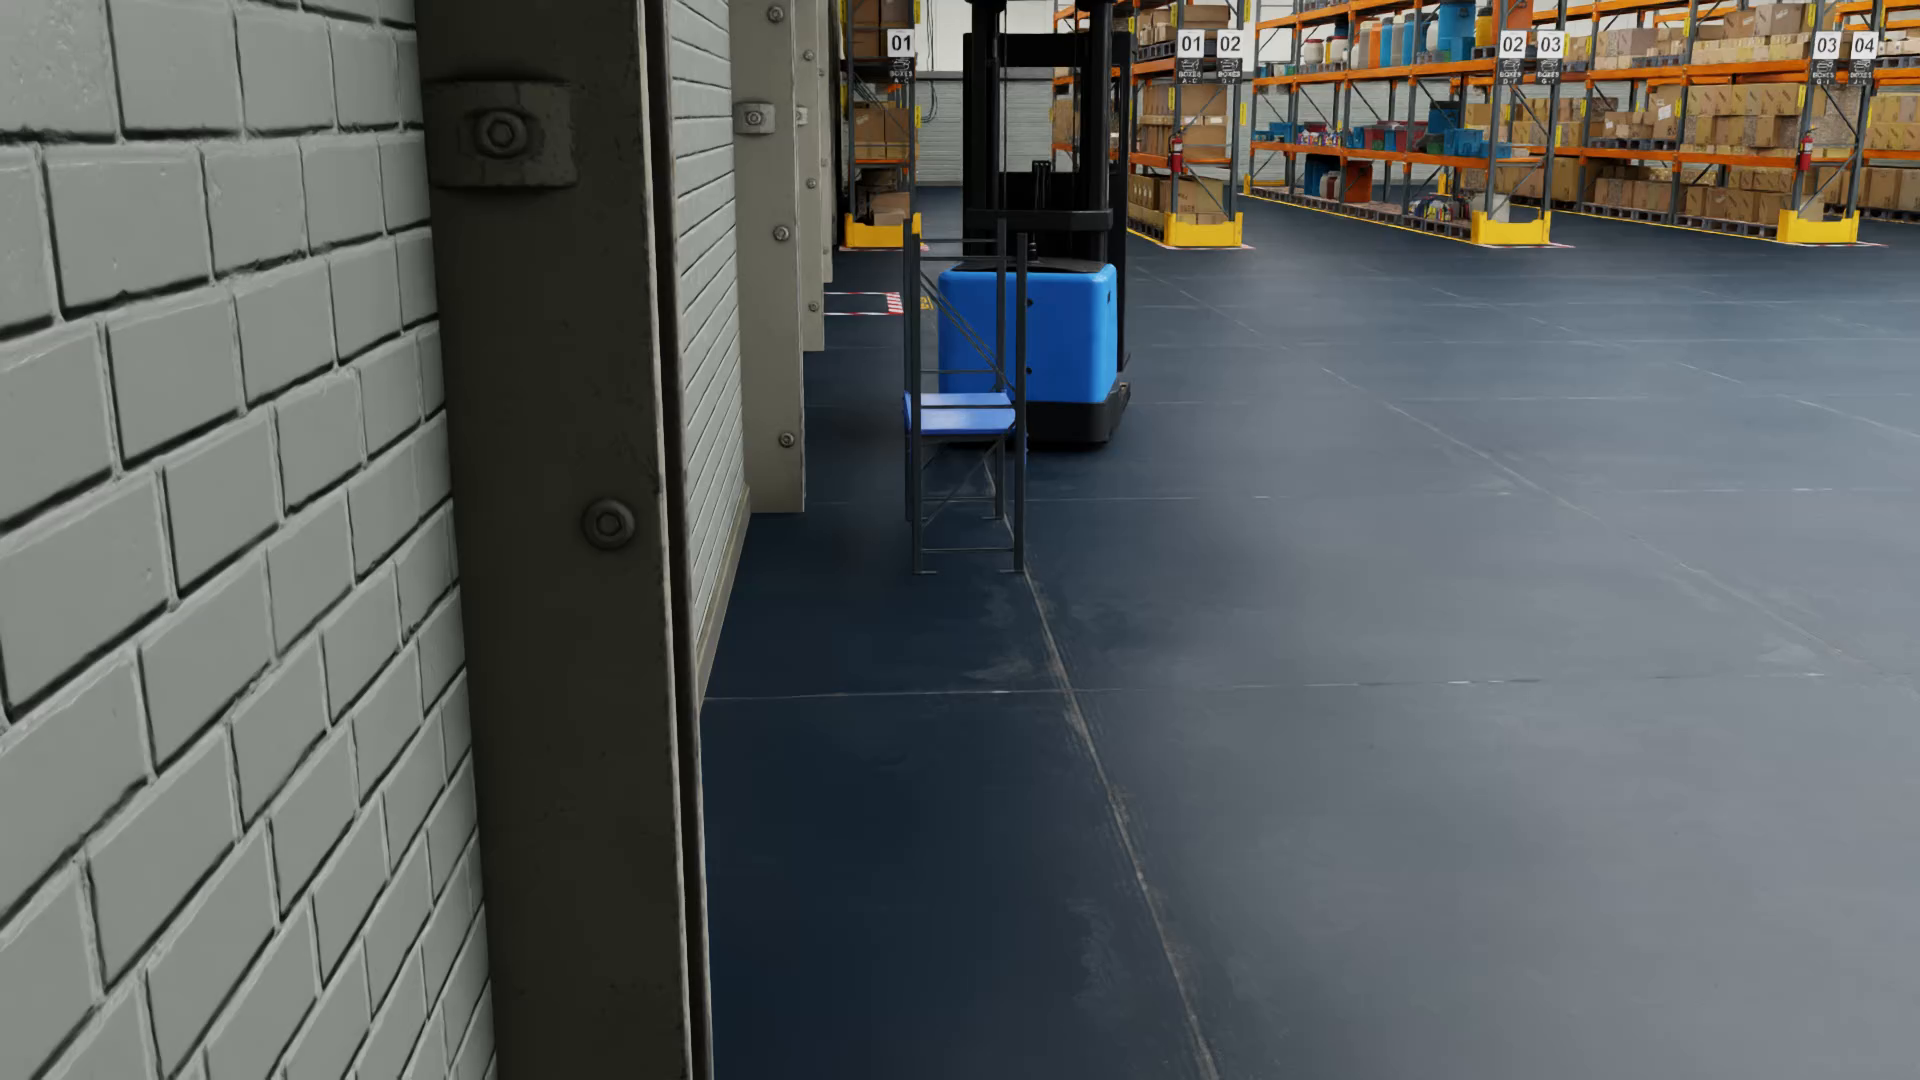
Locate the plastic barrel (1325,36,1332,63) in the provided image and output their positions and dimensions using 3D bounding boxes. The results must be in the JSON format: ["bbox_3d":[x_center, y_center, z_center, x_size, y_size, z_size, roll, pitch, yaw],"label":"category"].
[{"bbox_3d":[8.223,-10.620,36.043,0.600,0.588,0.600,0,14,0],"label":"plastic barrel"}]

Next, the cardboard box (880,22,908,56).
[{"bbox_3d":[-0.952,-7.557,25.118,0.500,0.500,0.500,-1,14,-2],"label":"cardboard box"}]

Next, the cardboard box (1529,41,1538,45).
[{"bbox_3d":[12.953,-10.734,36.661,0.700,0.500,0.500,-1,14,-2],"label":"cardboard box"}]

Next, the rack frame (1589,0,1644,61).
[{"bbox_3d":[13.155,-11.084,33.046,1.000,3.000,0.127,-1,14,-3],"label":"rack frame"}]

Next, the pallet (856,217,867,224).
[{"bbox_3d":[-1.352,-5.437,28.736,1.003,0.211,1.213,-1,14,-3],"label":"pallet"}]

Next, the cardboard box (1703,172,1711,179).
[{"bbox_3d":[17.526,-8.483,38.661,0.380,0.149,0.250,-1,14,-3],"label":"cardboard box"}]

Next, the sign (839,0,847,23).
[{"bbox_3d":[-1.736,-7.837,24.671,0.100,0.325,0.005,-1,14,-3],"label":"sign"}]

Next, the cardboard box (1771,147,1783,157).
[{"bbox_3d":[13.345,-6.258,26.835,0.380,0.149,0.250,-1,14,-3],"label":"cardboard box"}]

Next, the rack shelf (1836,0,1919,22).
[{"bbox_3d":[18.235,-10.096,31.452,1.077,0.370,4.000,-1,14,-3],"label":"rack shelf"}]

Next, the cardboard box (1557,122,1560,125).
[{"bbox_3d":[12.817,-8.599,35.227,0.500,0.500,0.500,-1,14,-5],"label":"cardboard box"}]

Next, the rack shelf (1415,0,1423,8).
[{"bbox_3d":[8.583,-8.973,27.088,1.077,0.370,4.000,-1,14,-3],"label":"rack shelf"}]

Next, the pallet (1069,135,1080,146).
[{"bbox_3d":[2.960,-8.728,36.314,1.003,0.211,1.213,-1,14,-3],"label":"pallet"}]

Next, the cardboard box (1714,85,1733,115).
[{"bbox_3d":[13.240,-7.496,28.336,0.500,0.500,0.500,-1,14,-3],"label":"cardboard box"}]

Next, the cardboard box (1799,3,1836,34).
[{"bbox_3d":[13.828,-8.450,27.026,0.500,0.500,0.500,-1,14,-4],"label":"cardboard box"}]

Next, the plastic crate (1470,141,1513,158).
[{"bbox_3d":[8.377,-6.160,26.248,0.499,0.251,0.616,-1,14,-3],"label":"plastic crate"}]

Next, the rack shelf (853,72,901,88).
[{"bbox_3d":[-1.553,-8.556,30.684,1.077,0.370,4.000,-1,14,-3],"label":"rack shelf"}]

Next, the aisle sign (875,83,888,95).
[{"bbox_3d":[-1.877,-11.220,40.398,0.394,0.787,0.004,-1,14,-3],"label":"aisle sign"}]

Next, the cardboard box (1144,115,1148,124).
[{"bbox_3d":[3.372,-7.198,28.479,0.380,0.149,0.250,-1,14,-5],"label":"cardboard box"}]

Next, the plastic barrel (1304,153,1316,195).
[{"bbox_3d":[7.980,-8.148,37.045,0.600,0.901,0.708,-1,14,-3],"label":"plastic barrel"}]

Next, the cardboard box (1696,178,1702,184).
[{"bbox_3d":[17.464,-8.398,38.929,0.380,0.149,0.250,-1,14,-5],"label":"cardboard box"}]

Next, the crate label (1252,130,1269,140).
[{"bbox_3d":[7.402,-9.973,40.984,0.416,0.233,0.303,-1,14,-3],"label":"crate label"}]

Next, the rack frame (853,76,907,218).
[{"bbox_3d":[-1.429,-6.954,29.035,1.000,3.000,0.127,-1,14,-3],"label":"rack frame"}]

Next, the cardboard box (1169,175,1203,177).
[{"bbox_3d":[3.816,-5.906,28.131,0.500,0.500,0.500,-1,14,-3],"label":"cardboard box"}]

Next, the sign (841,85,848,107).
[{"bbox_3d":[-1.736,-6.670,24.971,0.100,0.325,0.005,-1,14,-3],"label":"sign"}]

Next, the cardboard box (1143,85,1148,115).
[{"bbox_3d":[3.549,-7.598,28.733,0.700,0.500,0.500,-1,14,-3],"label":"cardboard box"}]

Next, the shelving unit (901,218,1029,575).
[{"bbox_3d":[0.005,-0.705,7.757,0.538,1.500,1.048,-1,14,-3],"label":"shelving unit"}]

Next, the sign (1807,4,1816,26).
[{"bbox_3d":[13.095,-8.067,25.562,0.100,0.325,0.005,-1,14,-3],"label":"sign"}]

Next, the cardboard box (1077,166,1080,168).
[{"bbox_3d":[3.051,-8.887,40.681,0.500,0.500,0.500,-1,14,-3],"label":"cardboard box"}]

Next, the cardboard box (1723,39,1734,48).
[{"bbox_3d":[13.183,-8.410,28.175,0.380,0.149,0.250,-1,14,-4],"label":"cardboard box"}]

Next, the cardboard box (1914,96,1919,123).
[{"bbox_3d":[18.289,-8.019,30.966,0.700,0.500,0.500,-1,14,-4],"label":"cardboard box"}]

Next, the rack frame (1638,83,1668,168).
[{"bbox_3d":[17.616,-10.220,41.726,1.000,3.000,0.127,-1,14,-3],"label":"rack frame"}]

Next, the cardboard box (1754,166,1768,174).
[{"bbox_3d":[17.708,-8.134,36.287,0.500,0.250,0.500,0,14,-1],"label":"cardboard box"}]

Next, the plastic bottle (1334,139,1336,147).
[{"bbox_3d":[7.757,-8.186,34.222,0.097,0.201,0.097,0,14,0],"label":"plastic bottle"}]

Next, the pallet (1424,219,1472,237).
[{"bbox_3d":[8.538,-5.285,28.143,1.003,0.211,1.213,-1,14,-3],"label":"pallet"}]

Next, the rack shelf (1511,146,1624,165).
[{"bbox_3d":[13.031,-8.328,35.816,1.077,0.370,4.000,-1,14,-3],"label":"rack shelf"}]

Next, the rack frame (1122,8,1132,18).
[{"bbox_3d":[3.267,-10.932,32.455,1.000,3.000,0.127,-1,14,-3],"label":"rack frame"}]

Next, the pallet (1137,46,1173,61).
[{"bbox_3d":[3.594,-8.230,28.150,1.003,0.211,1.213,-1,14,-3],"label":"pallet"}]

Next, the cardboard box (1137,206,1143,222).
[{"bbox_3d":[3.293,-5.535,28.193,0.500,0.250,0.500,-1,14,-3],"label":"cardboard box"}]

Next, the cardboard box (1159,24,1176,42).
[{"bbox_3d":[3.428,-7.970,26.142,0.500,0.250,0.500,-1,14,-3],"label":"cardboard box"}]

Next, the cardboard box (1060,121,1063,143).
[{"bbox_3d":[2.631,-9.573,39.011,0.500,0.500,0.500,-1,14,-3],"label":"cardboard box"}]

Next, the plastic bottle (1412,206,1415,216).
[{"bbox_3d":[8.054,-5.828,29.393,0.097,0.201,0.097,0,14,0],"label":"plastic bottle"}]

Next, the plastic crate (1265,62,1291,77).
[{"bbox_3d":[7.536,-11.130,39.369,0.504,0.338,0.767,-1,14,-3],"label":"plastic crate"}]

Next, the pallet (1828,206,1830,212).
[{"bbox_3d":[18.065,-7.074,35.096,1.003,0.211,1.213,-1,14,-3],"label":"pallet"}]

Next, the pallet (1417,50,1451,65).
[{"bbox_3d":[8.601,-8.291,28.588,1.213,0.211,1.003,-1,14,-3],"label":"pallet"}]

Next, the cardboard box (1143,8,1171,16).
[{"bbox_3d":[3.516,-9.132,29.434,0.500,0.500,0.500,-1,14,-3],"label":"cardboard box"}]

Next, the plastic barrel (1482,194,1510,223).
[{"bbox_3d":[8.590,-5.273,26.652,0.421,0.512,0.421,0,14,0],"label":"plastic barrel"}]

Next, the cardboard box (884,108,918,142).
[{"bbox_3d":[-0.911,-6.383,25.571,0.500,0.500,0.500,-1,14,-3],"label":"cardboard box"}]

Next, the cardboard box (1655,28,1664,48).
[{"bbox_3d":[13.492,-9.556,31.924,0.500,0.500,0.500,-1,14,-2],"label":"cardboard box"}]

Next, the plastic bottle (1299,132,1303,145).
[{"bbox_3d":[7.569,-8.909,36.868,0.061,0.283,0.133,-1,14,-3],"label":"plastic bottle"}]

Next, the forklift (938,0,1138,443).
[{"bbox_3d":[0.601,-2.327,11.188,1.130,2.935,3.031,2,15,9],"label":"forklift"}]

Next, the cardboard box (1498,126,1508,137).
[{"bbox_3d":[12.618,-9.350,38.052,0.500,0.250,0.500,-1,14,-4],"label":"cardboard box"}]

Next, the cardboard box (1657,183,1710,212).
[{"bbox_3d":[13.386,-6.339,30.778,0.700,0.500,0.500,-2,15,-8],"label":"cardboard box"}]

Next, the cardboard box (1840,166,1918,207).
[{"bbox_3d":[18.117,-6.974,32.782,1.050,0.750,0.750,-1,14,-3],"label":"cardboard box"}]

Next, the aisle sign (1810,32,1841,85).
[{"bbox_3d":[13.355,-7.428,25.659,0.394,0.787,0.004,-1,14,-3],"label":"aisle sign"}]
